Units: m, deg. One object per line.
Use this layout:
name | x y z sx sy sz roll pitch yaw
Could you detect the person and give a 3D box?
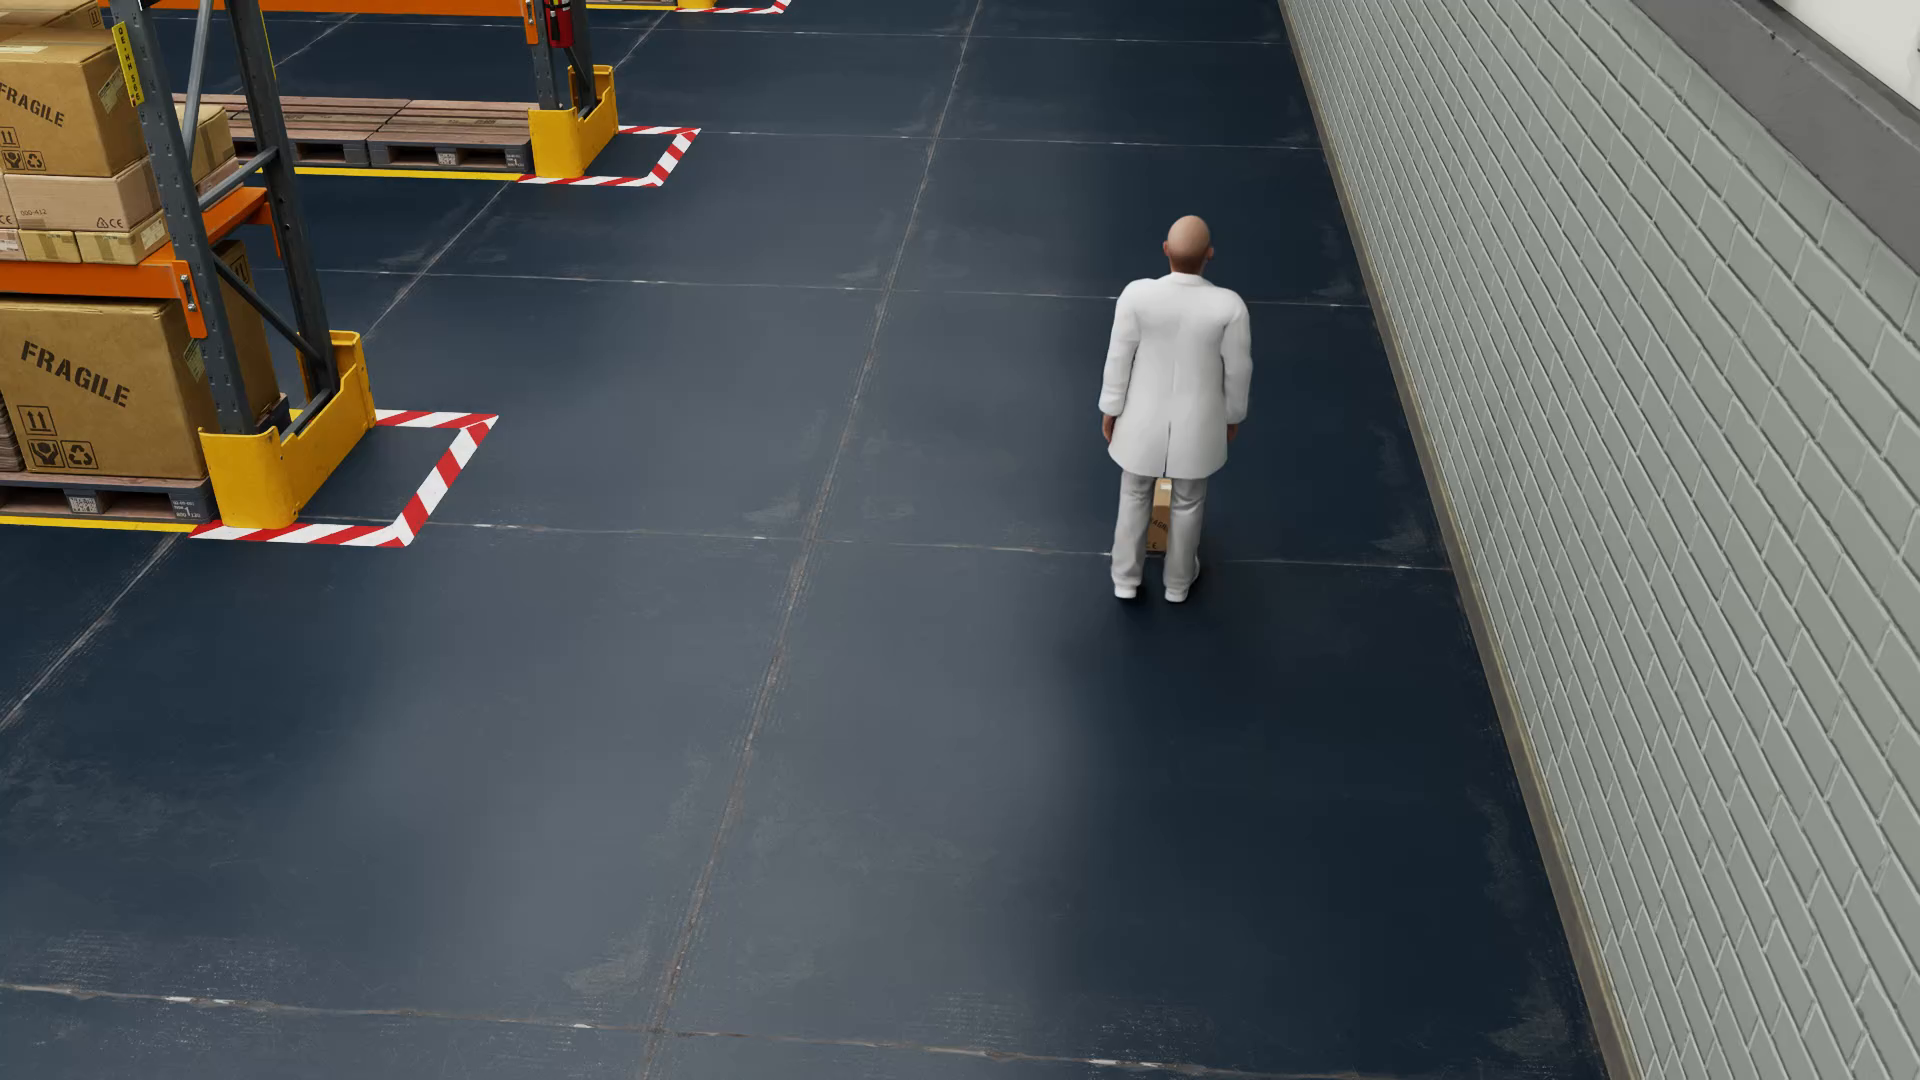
person | 0.899 -0.522 7.021 0.618 1.754 0.470 5 32 9
